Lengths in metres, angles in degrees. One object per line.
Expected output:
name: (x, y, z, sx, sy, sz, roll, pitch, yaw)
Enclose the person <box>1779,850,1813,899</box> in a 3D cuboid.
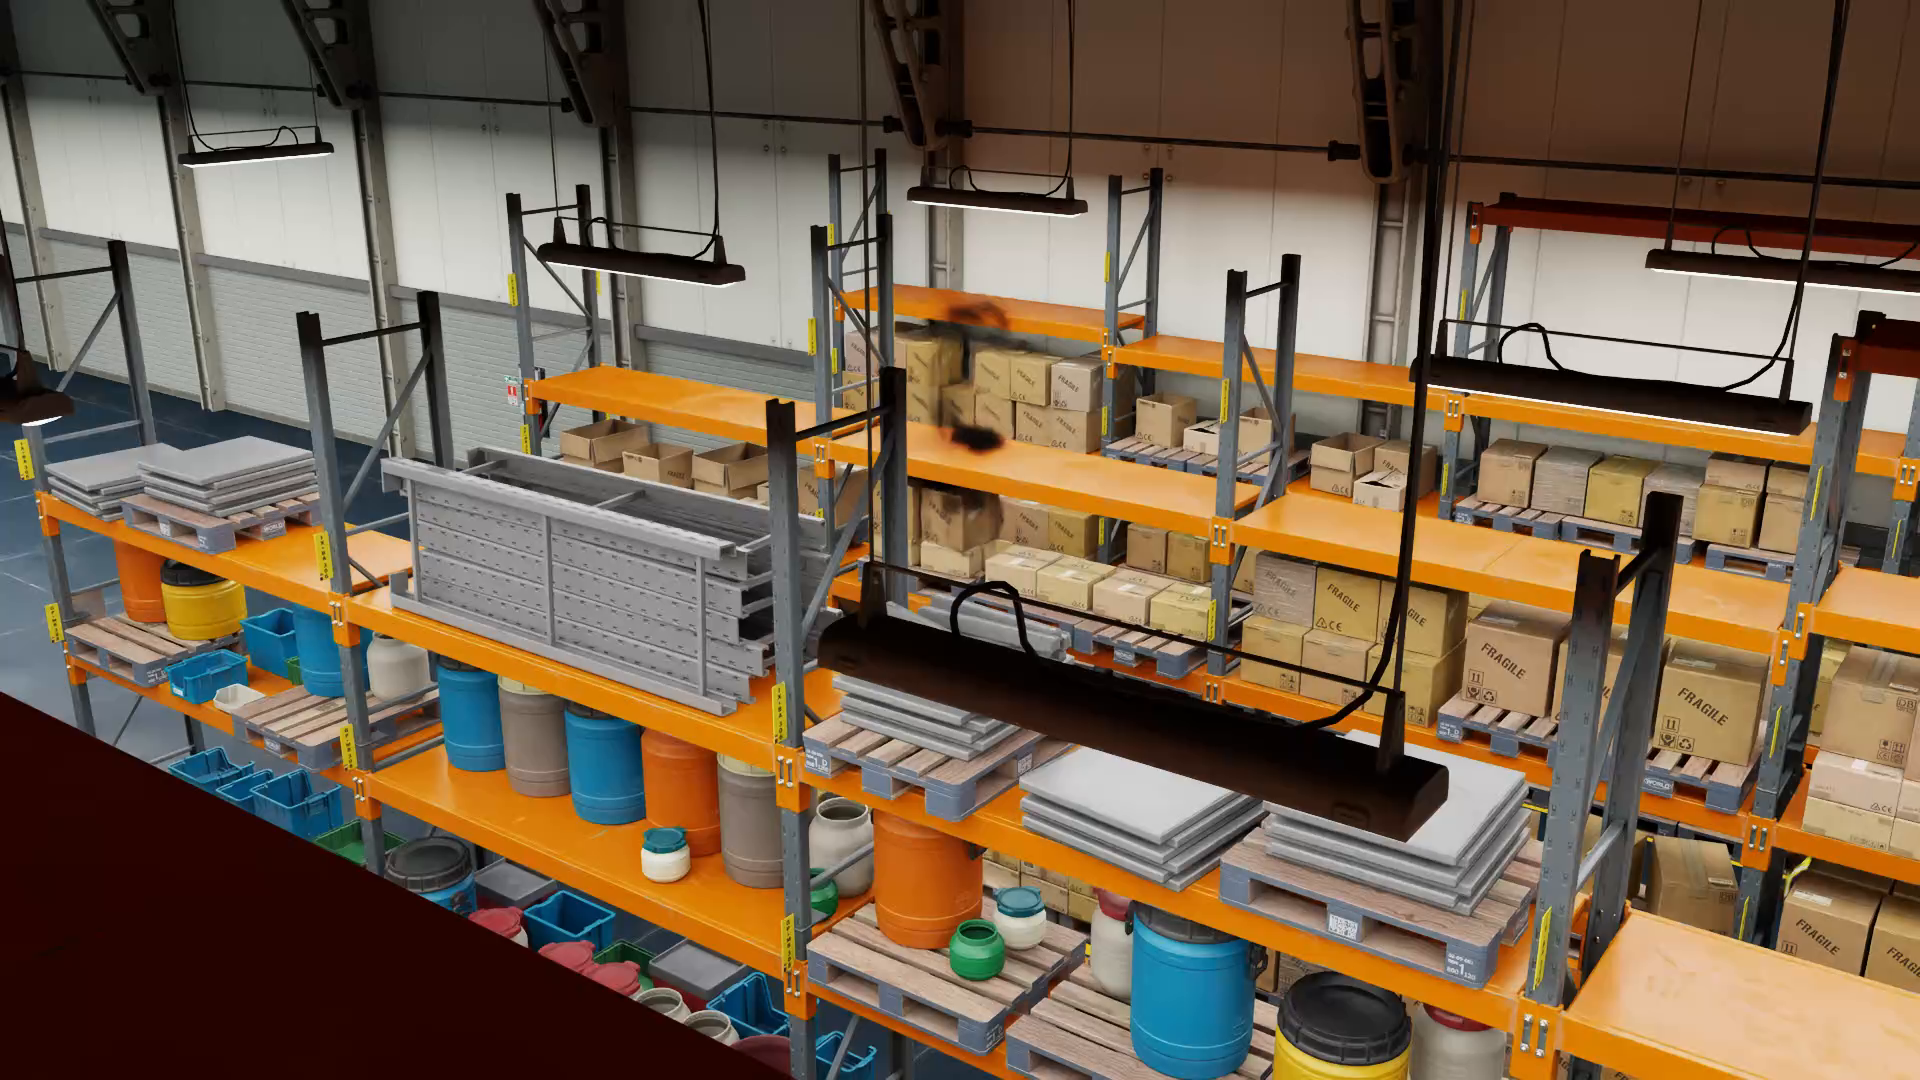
person: (6.738, 3.111, 13.209, 0.737, 1.684, 0.689, 15, 24, 38)
